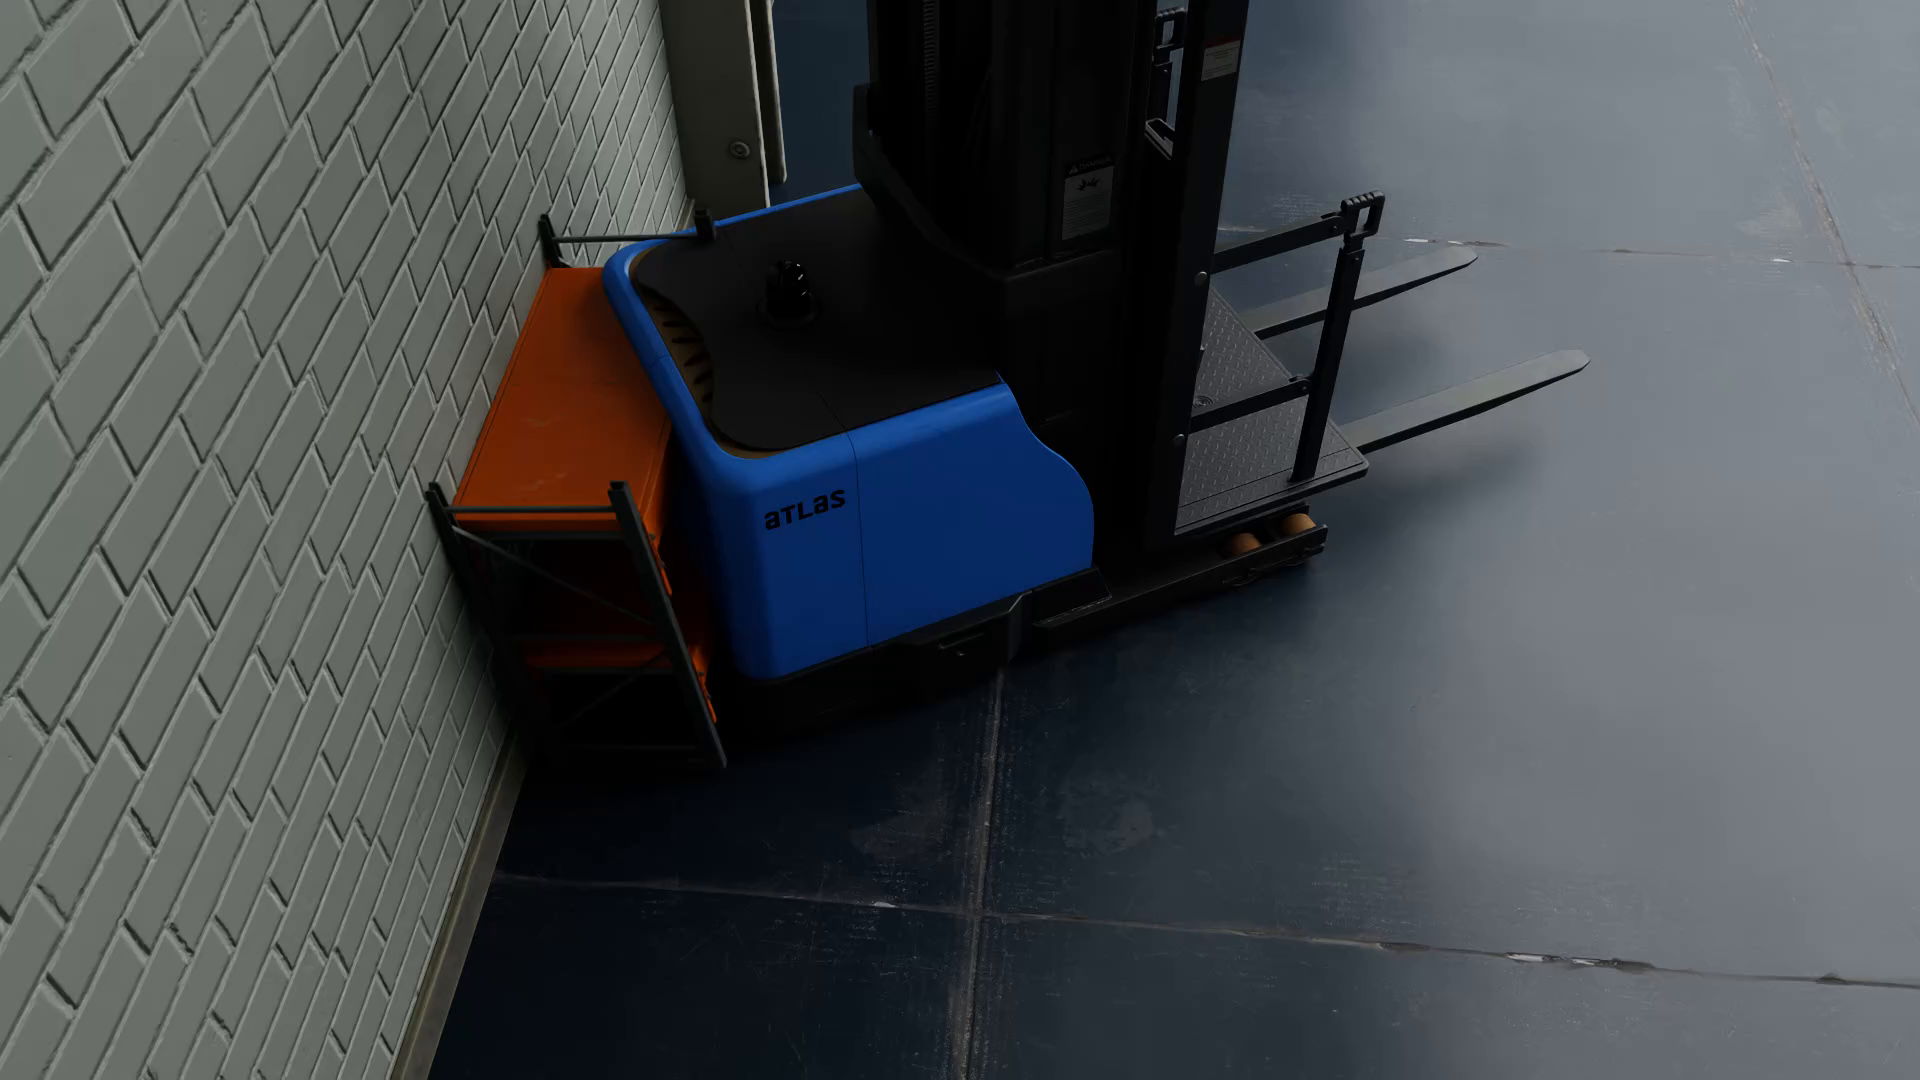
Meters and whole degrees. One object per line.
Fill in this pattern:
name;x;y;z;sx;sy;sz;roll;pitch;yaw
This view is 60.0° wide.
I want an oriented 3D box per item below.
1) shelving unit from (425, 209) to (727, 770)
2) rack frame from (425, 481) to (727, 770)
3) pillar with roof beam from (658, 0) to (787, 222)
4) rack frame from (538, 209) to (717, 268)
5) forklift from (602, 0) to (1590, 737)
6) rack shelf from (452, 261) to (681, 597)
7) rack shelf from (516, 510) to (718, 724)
shelving unit;-0.911;-0.127;4.588;0.538;1.125;1.048;0;48;8
rack frame;-0.955;0.252;4.252;0.500;1.125;0.032;0;48;8
pillar with roof beam;3.431;-4.056;2.861;9.100;9.000;0.400;4;48;4
rack frame;-0.866;-0.506;4.924;0.500;1.125;0.032;0;48;8
forklift;0.571;-1.185;4.347;3.031;2.935;1.130;-19;50;-17
rack shelf;-0.940;-0.322;4.372;0.538;0.278;1.000;0;48;8
rack shelf;-0.886;0.036;4.769;0.538;0.278;1.000;0;48;8
